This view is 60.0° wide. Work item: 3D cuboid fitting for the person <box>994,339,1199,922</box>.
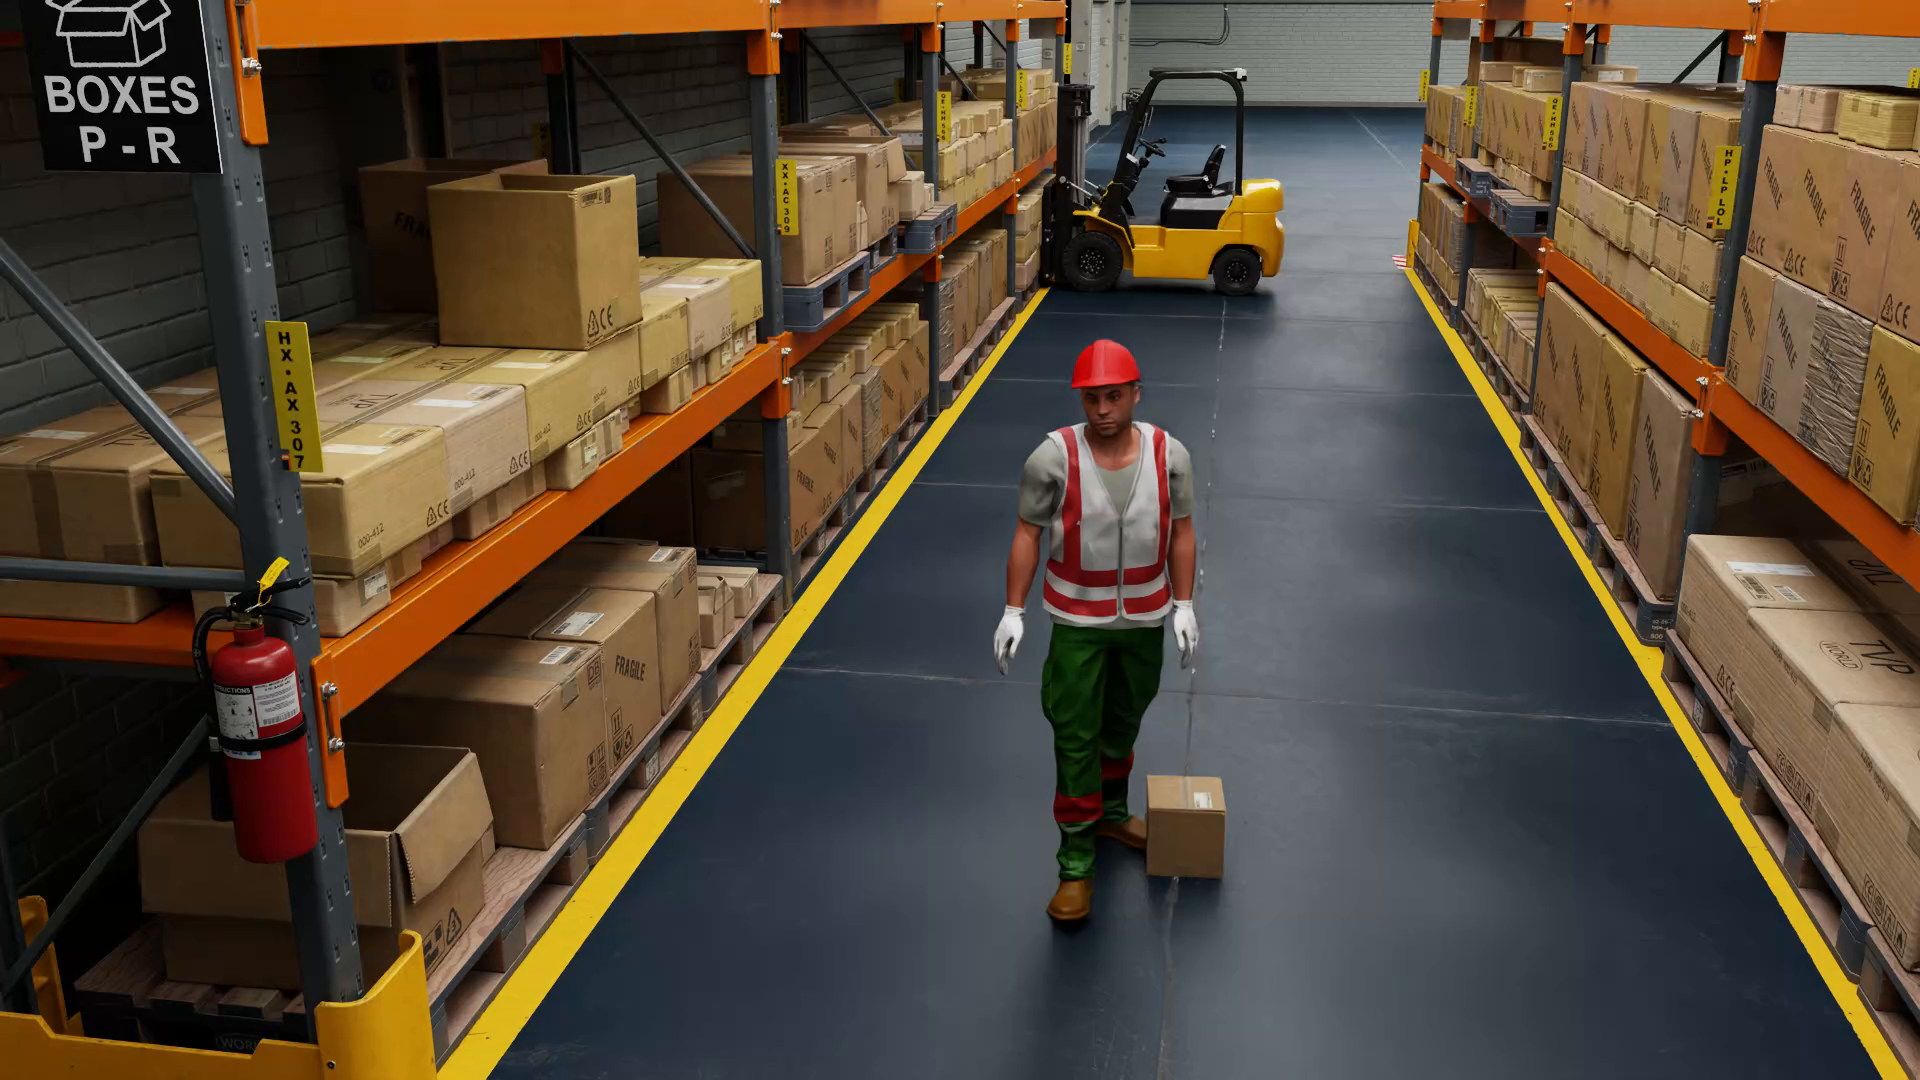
[{"bbox_3d":[0.432,0.264,5.176,0.649,1.790,0.639,-4,18,-12],"label":"person"}]
